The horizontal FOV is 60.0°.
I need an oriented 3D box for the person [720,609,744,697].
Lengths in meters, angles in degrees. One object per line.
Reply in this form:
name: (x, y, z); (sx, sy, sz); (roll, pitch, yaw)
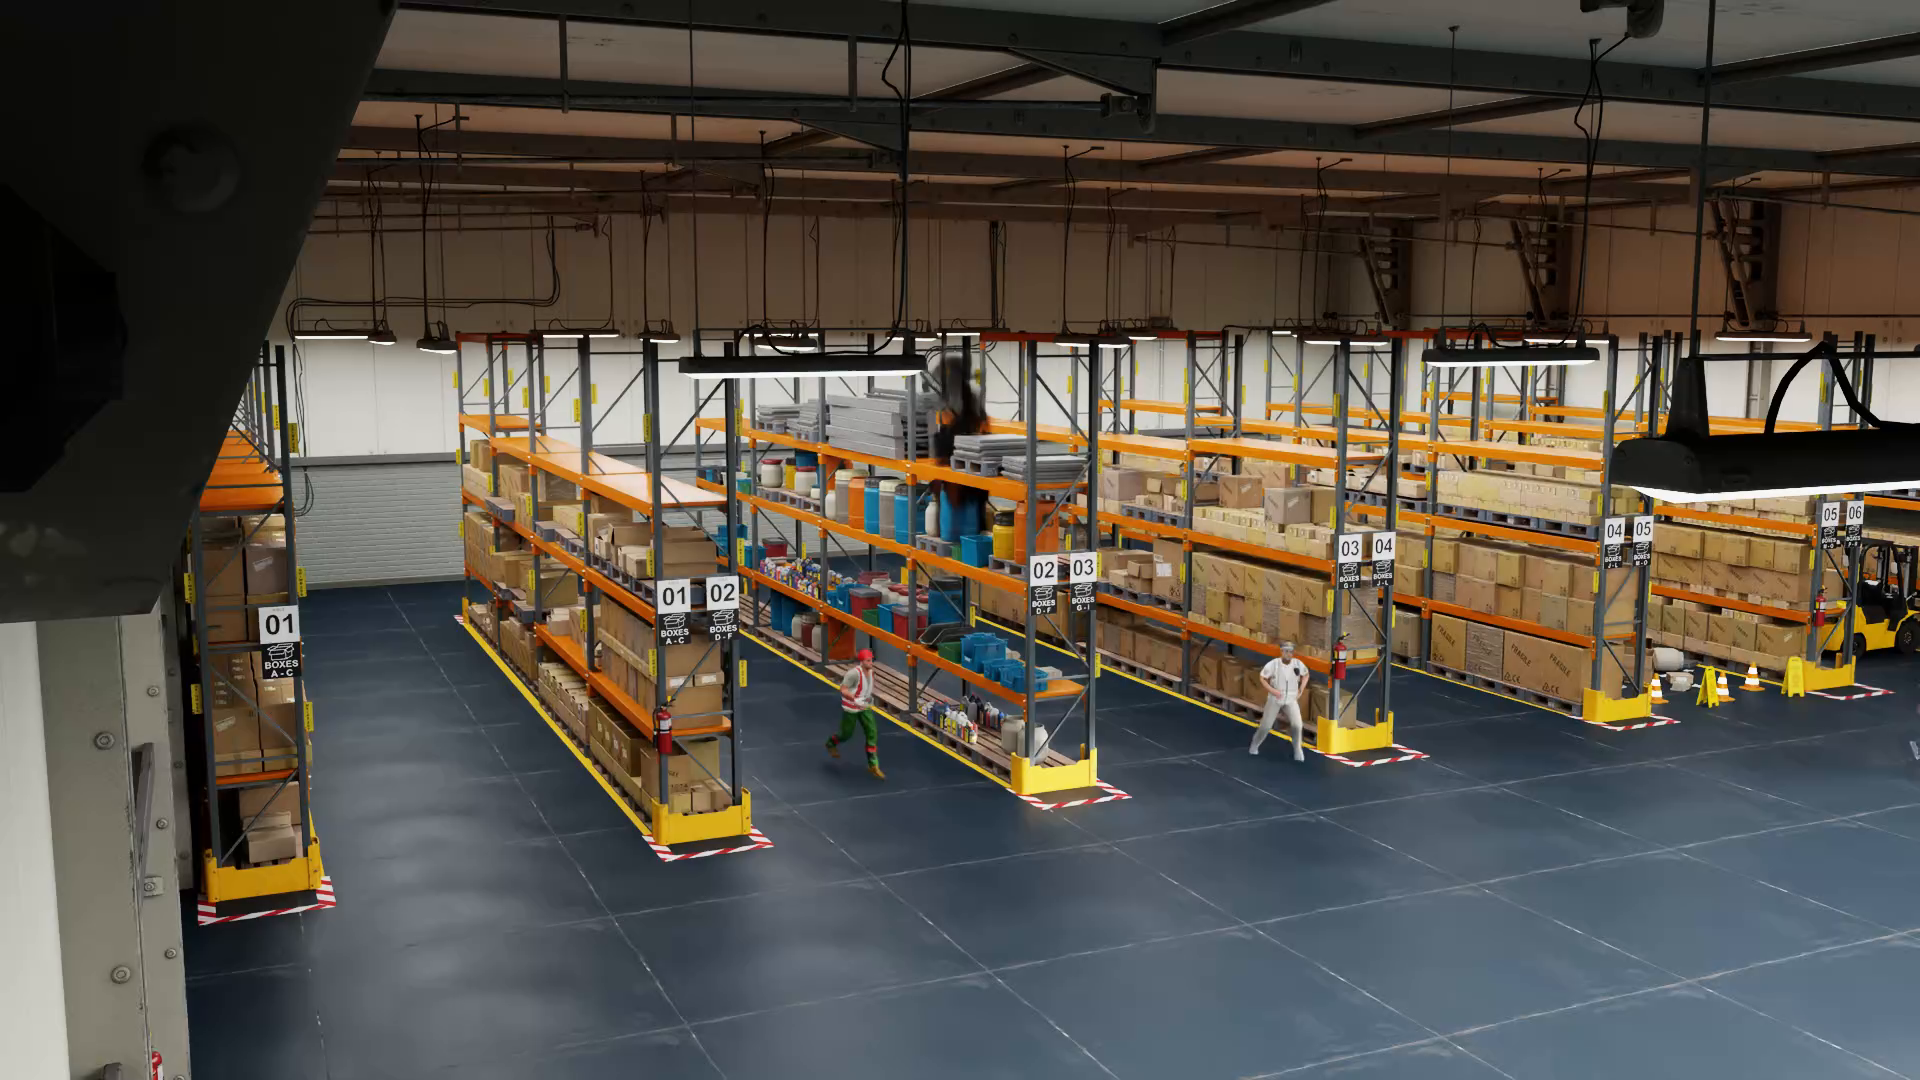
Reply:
person: (-3.818, 1.793, 27.279); (0.675, 1.703, 0.936); (-4, 9, -29)

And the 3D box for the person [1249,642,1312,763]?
person: (4.622, 2.297, 23.805); (0.868, 1.770, 0.713); (-1, 8, -6)

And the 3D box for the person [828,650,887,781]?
person: (-1.398, 2.375, 23.017); (1.055, 1.771, 0.658); (7, 11, 43)
